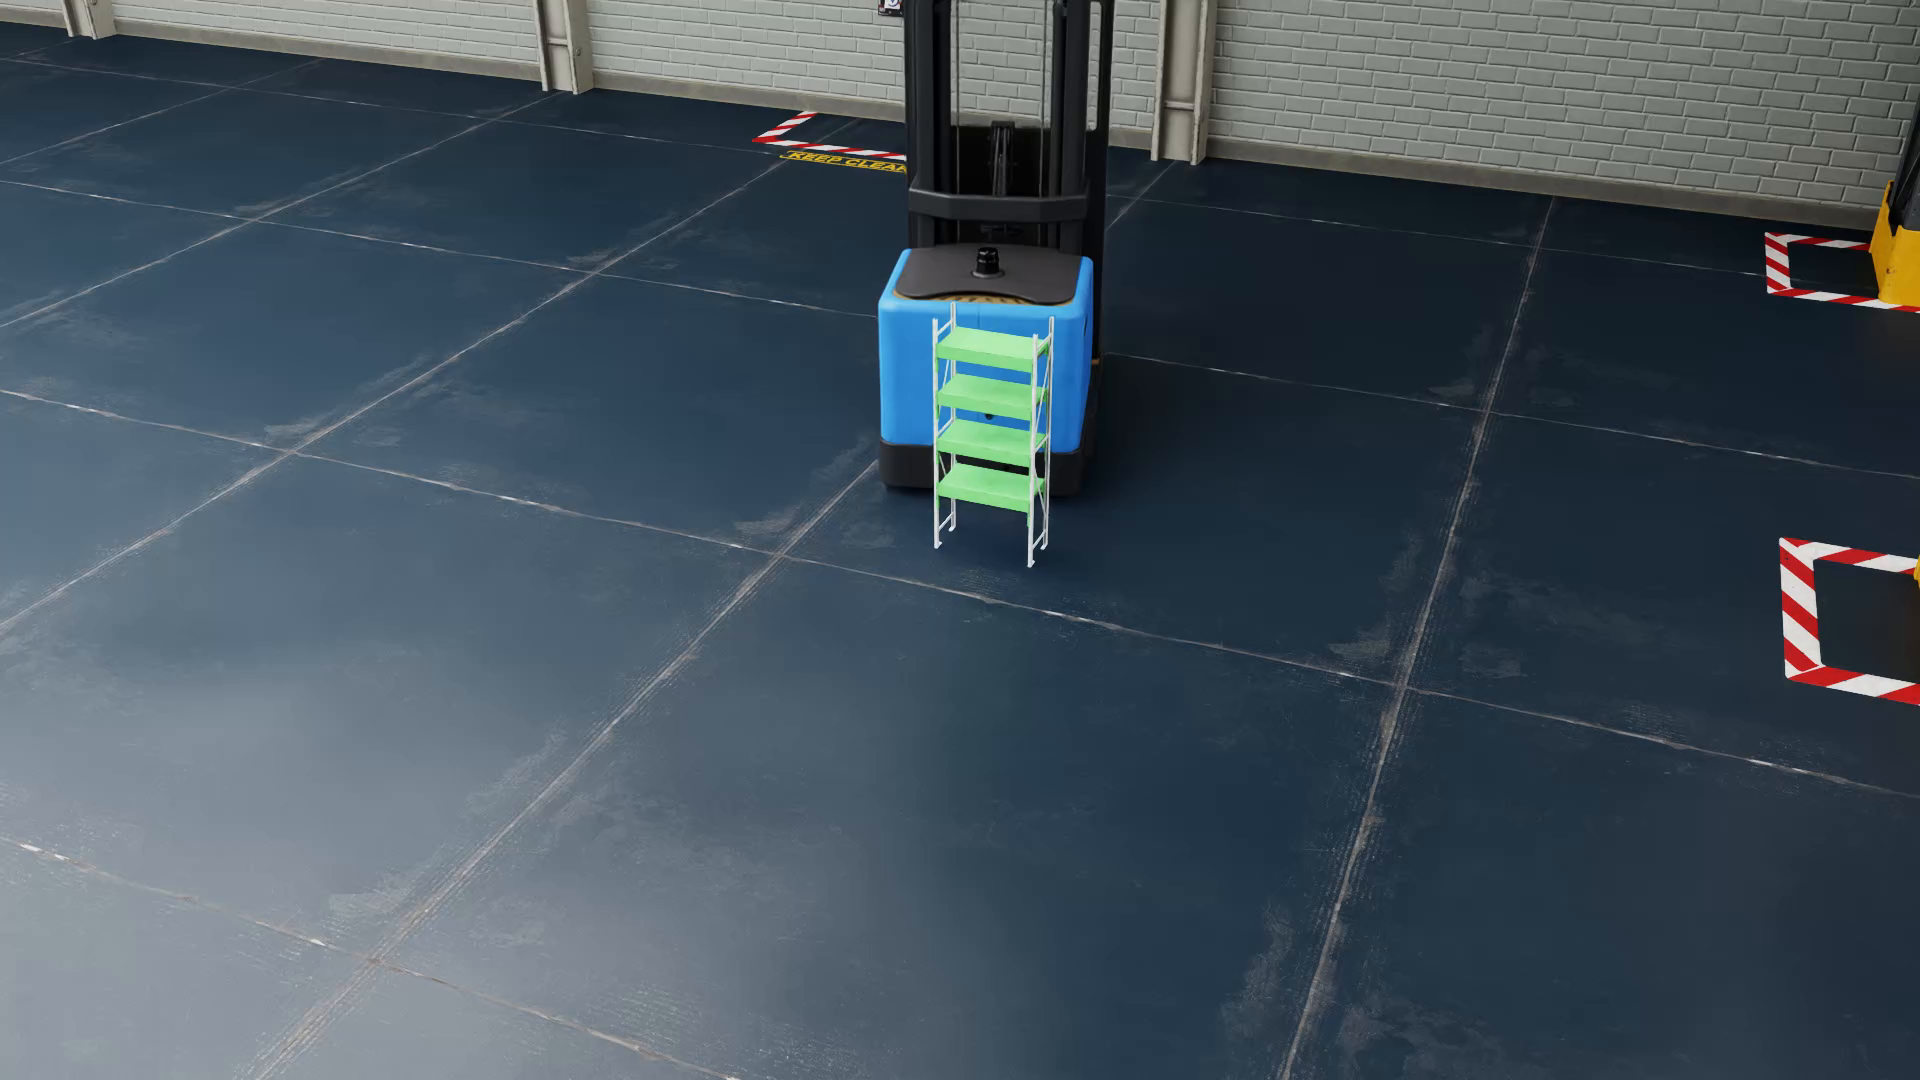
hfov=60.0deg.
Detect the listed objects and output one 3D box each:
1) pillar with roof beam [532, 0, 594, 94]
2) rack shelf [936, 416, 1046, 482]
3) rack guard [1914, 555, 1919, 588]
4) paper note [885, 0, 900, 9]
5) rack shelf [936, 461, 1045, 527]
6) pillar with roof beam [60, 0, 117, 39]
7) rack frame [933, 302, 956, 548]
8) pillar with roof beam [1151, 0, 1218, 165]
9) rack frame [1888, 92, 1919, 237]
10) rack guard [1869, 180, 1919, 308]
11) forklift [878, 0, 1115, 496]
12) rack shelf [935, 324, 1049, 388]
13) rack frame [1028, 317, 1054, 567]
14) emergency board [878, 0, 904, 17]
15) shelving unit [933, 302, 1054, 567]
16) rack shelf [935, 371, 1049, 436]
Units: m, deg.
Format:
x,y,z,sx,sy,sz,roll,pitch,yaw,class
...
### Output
x,y,z,sx,sy,sz,roll,pitch,yaw,class
-5.350,-6.265,10.189,0.400,9.000,9.100,11,31,19,pillar with roof beam
0.153,-0.436,7.932,0.480,0.148,0.258,11,31,19,rack shelf
4.533,0.212,7.367,0.348,0.500,1.175,11,31,19,rack guard
-0.585,-4.662,14.344,0.142,0.148,0.016,11,31,19,paper note
0.153,-0.227,8.050,0.480,0.148,0.258,11,31,19,rack shelf
-10.909,-7.375,12.153,0.400,9.000,9.100,11,31,19,pillar with roof beam
-0.073,-0.537,7.980,0.015,1.200,0.240,11,31,19,rack frame
0.210,-5.155,8.225,0.400,9.000,9.100,11,31,19,pillar with roof beam
6.415,-3.131,10.742,0.127,3.000,1.000,11,31,19,rack frame
6.485,-2.029,11.332,0.348,0.500,1.175,11,31,19,rack guard
0.283,-2.203,9.169,1.130,2.935,3.031,4,30,6,forklift
0.153,-0.854,7.696,0.480,0.148,0.258,11,31,19,rack shelf
0.379,-0.447,7.821,0.015,1.200,0.240,11,31,19,rack frame
-0.447,-4.981,14.014,0.643,1.169,0.194,11,31,19,emergency board
0.153,-0.492,7.901,0.503,1.200,0.258,11,31,19,shelving unit
0.153,-0.645,7.814,0.480,0.148,0.258,11,31,19,rack shelf
